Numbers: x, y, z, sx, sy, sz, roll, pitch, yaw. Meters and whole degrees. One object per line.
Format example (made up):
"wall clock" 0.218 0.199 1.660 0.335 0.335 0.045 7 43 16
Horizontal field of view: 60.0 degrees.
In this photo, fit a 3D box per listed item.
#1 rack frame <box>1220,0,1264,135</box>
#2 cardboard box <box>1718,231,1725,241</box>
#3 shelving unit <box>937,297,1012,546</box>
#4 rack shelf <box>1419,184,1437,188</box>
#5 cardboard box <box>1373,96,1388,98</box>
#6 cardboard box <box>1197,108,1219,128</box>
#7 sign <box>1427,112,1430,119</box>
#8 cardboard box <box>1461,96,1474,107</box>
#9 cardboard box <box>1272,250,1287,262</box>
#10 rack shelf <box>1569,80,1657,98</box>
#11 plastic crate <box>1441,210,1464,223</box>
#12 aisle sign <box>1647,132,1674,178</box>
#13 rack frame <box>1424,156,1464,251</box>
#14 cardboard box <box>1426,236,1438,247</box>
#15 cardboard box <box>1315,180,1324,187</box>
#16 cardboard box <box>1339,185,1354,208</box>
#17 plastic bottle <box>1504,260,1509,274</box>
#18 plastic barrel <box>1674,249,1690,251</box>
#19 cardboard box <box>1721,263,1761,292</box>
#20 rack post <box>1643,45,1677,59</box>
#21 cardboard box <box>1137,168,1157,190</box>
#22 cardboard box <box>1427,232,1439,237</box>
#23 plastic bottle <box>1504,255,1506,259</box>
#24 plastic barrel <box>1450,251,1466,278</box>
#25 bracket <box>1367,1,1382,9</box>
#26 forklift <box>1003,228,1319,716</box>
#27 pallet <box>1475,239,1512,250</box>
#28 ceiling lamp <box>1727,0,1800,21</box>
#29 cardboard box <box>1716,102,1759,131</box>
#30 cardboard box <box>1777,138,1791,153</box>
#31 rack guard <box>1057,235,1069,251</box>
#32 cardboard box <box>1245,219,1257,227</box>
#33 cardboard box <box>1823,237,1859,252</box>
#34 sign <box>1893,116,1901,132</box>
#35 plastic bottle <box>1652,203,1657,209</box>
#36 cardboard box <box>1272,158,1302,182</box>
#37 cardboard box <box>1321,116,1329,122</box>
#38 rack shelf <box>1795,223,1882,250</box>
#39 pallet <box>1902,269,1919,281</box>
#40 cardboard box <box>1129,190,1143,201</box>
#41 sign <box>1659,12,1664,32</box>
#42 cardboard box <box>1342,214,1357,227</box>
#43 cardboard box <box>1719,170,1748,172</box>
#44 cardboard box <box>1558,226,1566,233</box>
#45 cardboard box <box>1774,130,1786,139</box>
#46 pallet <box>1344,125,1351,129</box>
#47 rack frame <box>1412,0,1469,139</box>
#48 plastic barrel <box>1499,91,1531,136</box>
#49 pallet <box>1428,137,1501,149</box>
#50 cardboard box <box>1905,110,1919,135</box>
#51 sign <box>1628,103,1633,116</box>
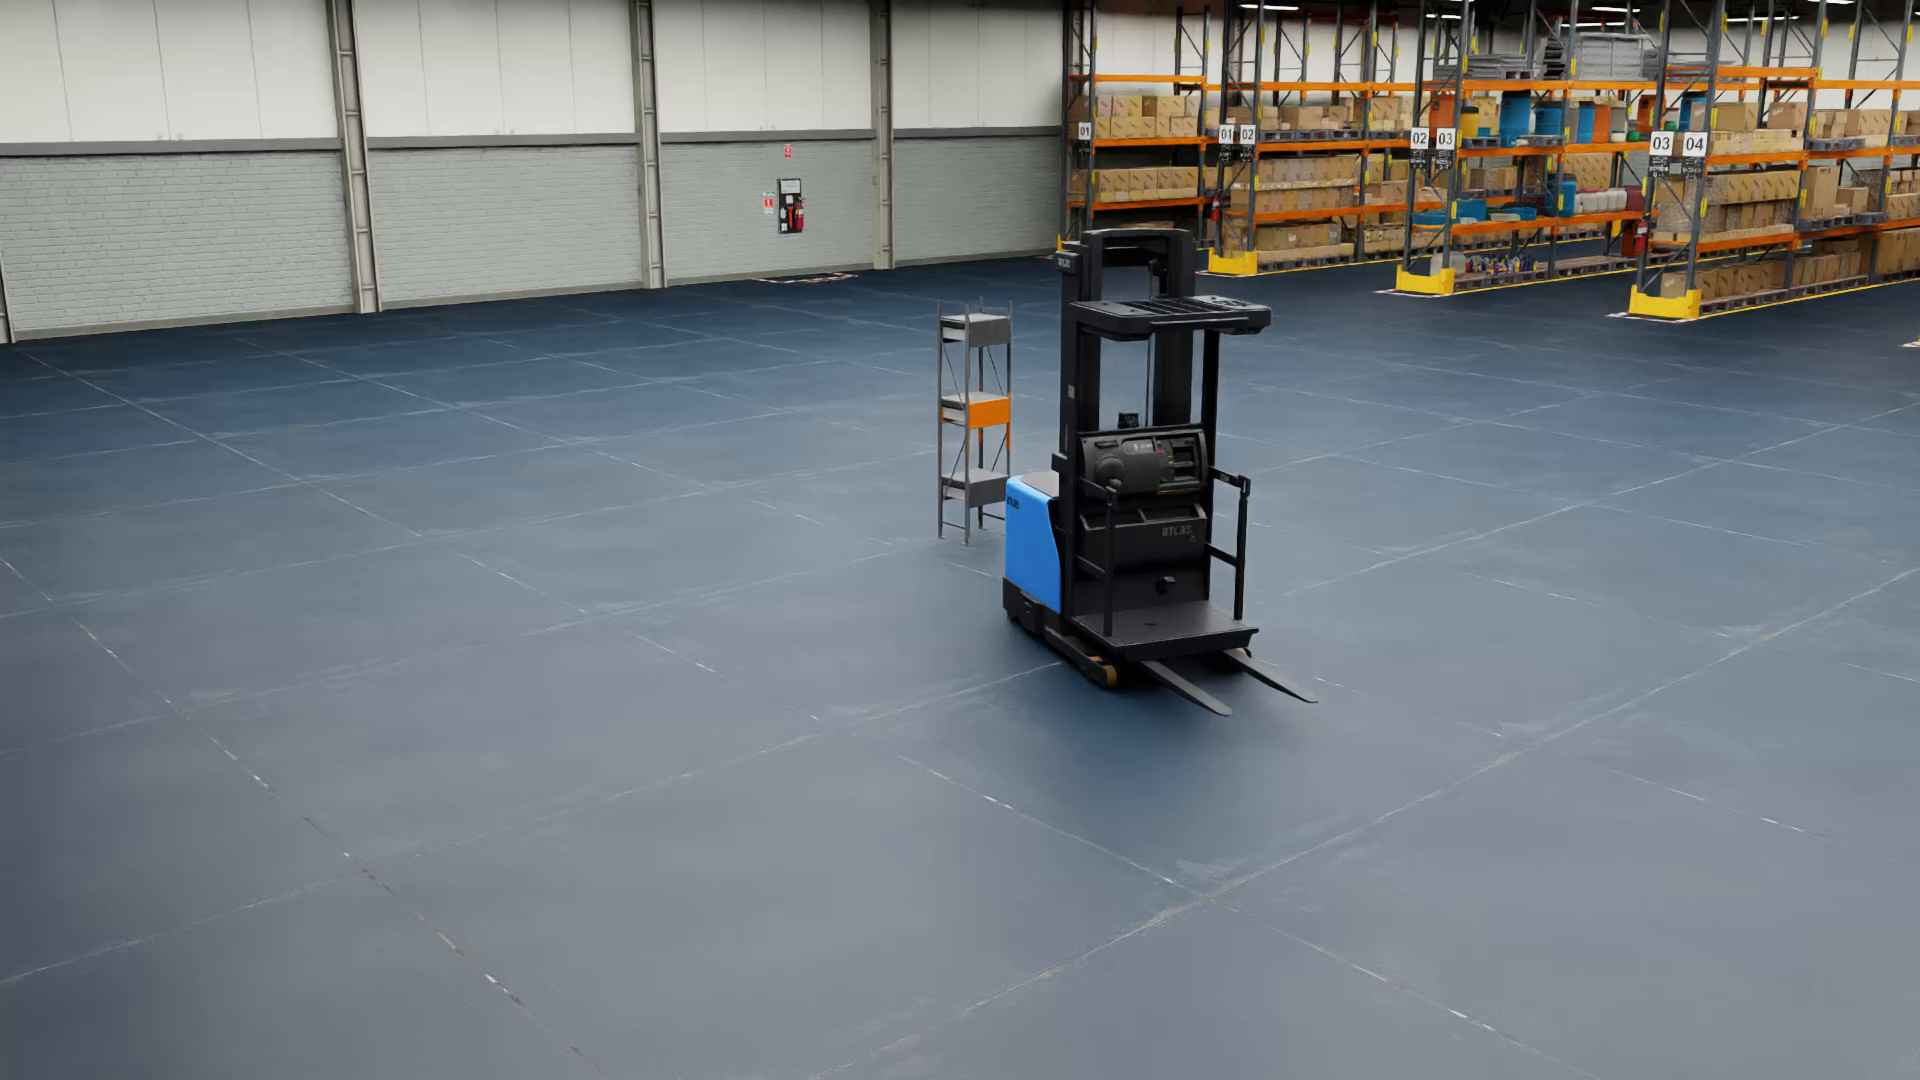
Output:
"rack frame" 6.082 -10.307 35.899 0.127 3.000 1.000 -13 19 -39
"cardboard box" 13.528 -5.484 29.956 0.250 0.149 0.380 -13 19 -39
"shelving unit" 0.125 -1.042 14.584 0.503 2.100 0.431 -13 19 -39
"rack shelf" 13.389 -10.396 49.253 4.000 0.370 1.077 -13 19 -39
"cardboard box" 12.254 -12.559 47.973 0.500 0.500 0.500 -13 20 -40
"cardboard box" 6.310 -10.827 42.652 0.500 0.500 0.500 -9 18 -32
"sign" 11.762 -10.569 41.690 0.005 0.325 0.100 -13 19 -39
"cardboard box" 12.450 -10.817 41.490 0.500 0.500 0.500 -13 19 -39
"cardboard box" 7.007 -6.416 37.471 0.500 0.250 0.500 -13 19 -39
"rack shelf" 13.857 -9.818 36.236 4.000 0.370 1.077 -13 19 -39
"plastic crate" 10.006 -6.624 34.023 0.408 0.251 0.499 -13 19 -39
"aisle sign" 12.338 -6.783 29.295 0.004 0.787 0.394 -13 19 -39
"rack frame" 12.117 -8.764 41.747 0.127 3.000 1.000 -13 19 -39
"cardboard box" 11.494 -7.414 41.206 0.500 0.250 0.500 -13 20 -40
"cardboard box" 8.076 -8.145 37.981 0.250 0.149 0.380 -12 19 -38
"cardboard box" 8.769 -8.058 38.911 0.500 0.500 0.700 -13 20 -41
"plastic bottle" 11.390 -5.694 34.688 0.097 0.271 0.097 0 15 0
"plastic barrel" 17.428 -7.457 40.106 0.708 0.901 0.600 -13 19 -39
"cardboard box" 14.845 -4.994 31.663 0.500 0.500 0.500 -6 16 -22
"rack post" 15.889 -11.097 37.859 0.986 0.289 0.624 -13 19 -39
"cardboard box" 4.540 -8.952 41.250 0.500 0.500 0.500 -12 19 -38
"cardboard box" 11.496 -7.683 41.129 0.500 0.311 0.500 -13 20 -40
"plastic bottle" 11.665 -5.972 35.706 0.133 0.283 0.061 -13 19 -39
"plastic barrel" 10.155 -5.656 34.118 0.421 0.512 0.421 0 15 0
"bracket" 11.760 -15.190 47.205 0.430 0.232 0.235 -13 19 -39
"forklift" 1.336 -0.545 11.110 1.130 2.935 3.031 -6 16 -21
"pallet" 13.625 -7.741 43.322 1.213 0.211 1.003 -13 19 -39
"ceiling lamp" 21.816 -15.804 45.169 0.800 3.185 2.000 -13 19 -39
"cardboard box" 13.879 -7.561 29.693 0.500 0.500 0.500 -13 20 -40
"cardboard box" 15.026 -7.319 30.817 0.500 0.250 0.500 -12 19 -38
"rack guard" 2.885 -7.177 40.652 0.348 0.500 1.175 -13 19 -39
"cardboard box" 7.532 -8.446 44.548 0.500 0.500 0.700 -13 20 -40
"cardboard box" 18.131 -6.082 34.247 0.500 0.250 0.500 -12 19 -37
"sign" 18.972 -8.428 33.674 0.005 0.325 0.100 -13 19 -39
"plastic bottle" 15.905 -7.749 38.189 0.135 0.276 0.152 -13 19 -39
"cardboard box" 7.256 -8.345 37.471 0.500 0.500 0.700 -13 19 -39
"cardboard box" 8.139 -9.637 38.292 0.500 0.311 0.500 -14 20 -42
"rack shelf" 17.108 -6.148 33.349 4.000 0.370 1.077 -13 19 -39
"pallet" 20.181 -5.812 36.099 1.213 0.211 1.003 -13 19 -39
"cardboard box" 4.175 -8.506 41.034 0.500 0.250 0.500 -13 20 -40
"sign" 12.233 -9.017 28.953 0.005 0.325 0.100 -13 19 -39
"cardboard box" 10.806 -9.283 47.042 0.750 0.750 0.750 -12 19 -38
"cardboard box" 14.340 -6.636 31.072 0.500 0.500 0.500 -13 19 -39
"cardboard box" 16.239 -8.463 45.257 0.250 0.166 0.380 -13 19 -39
"cardboard box" 14.959 -7.476 30.633 0.250 0.149 0.380 -13 20 -41
"pallet" 11.221 -11.597 46.912 1.217 0.209 0.805 -14 20 -42
"rack frame" 9.331 -9.342 32.286 0.127 3.000 1.000 -13 19 -39
"plastic barrel" 11.527 -8.868 34.538 0.708 0.901 0.600 -13 19 -39
"pallet" 10.019 -7.923 33.151 1.213 0.211 1.003 -13 19 -39
"cardboard box" 20.144 -8.887 35.381 0.637 0.503 0.797 -13 20 -40
"sign" 18.501 -11.884 45.902 0.005 0.325 0.100 -13 19 -39
